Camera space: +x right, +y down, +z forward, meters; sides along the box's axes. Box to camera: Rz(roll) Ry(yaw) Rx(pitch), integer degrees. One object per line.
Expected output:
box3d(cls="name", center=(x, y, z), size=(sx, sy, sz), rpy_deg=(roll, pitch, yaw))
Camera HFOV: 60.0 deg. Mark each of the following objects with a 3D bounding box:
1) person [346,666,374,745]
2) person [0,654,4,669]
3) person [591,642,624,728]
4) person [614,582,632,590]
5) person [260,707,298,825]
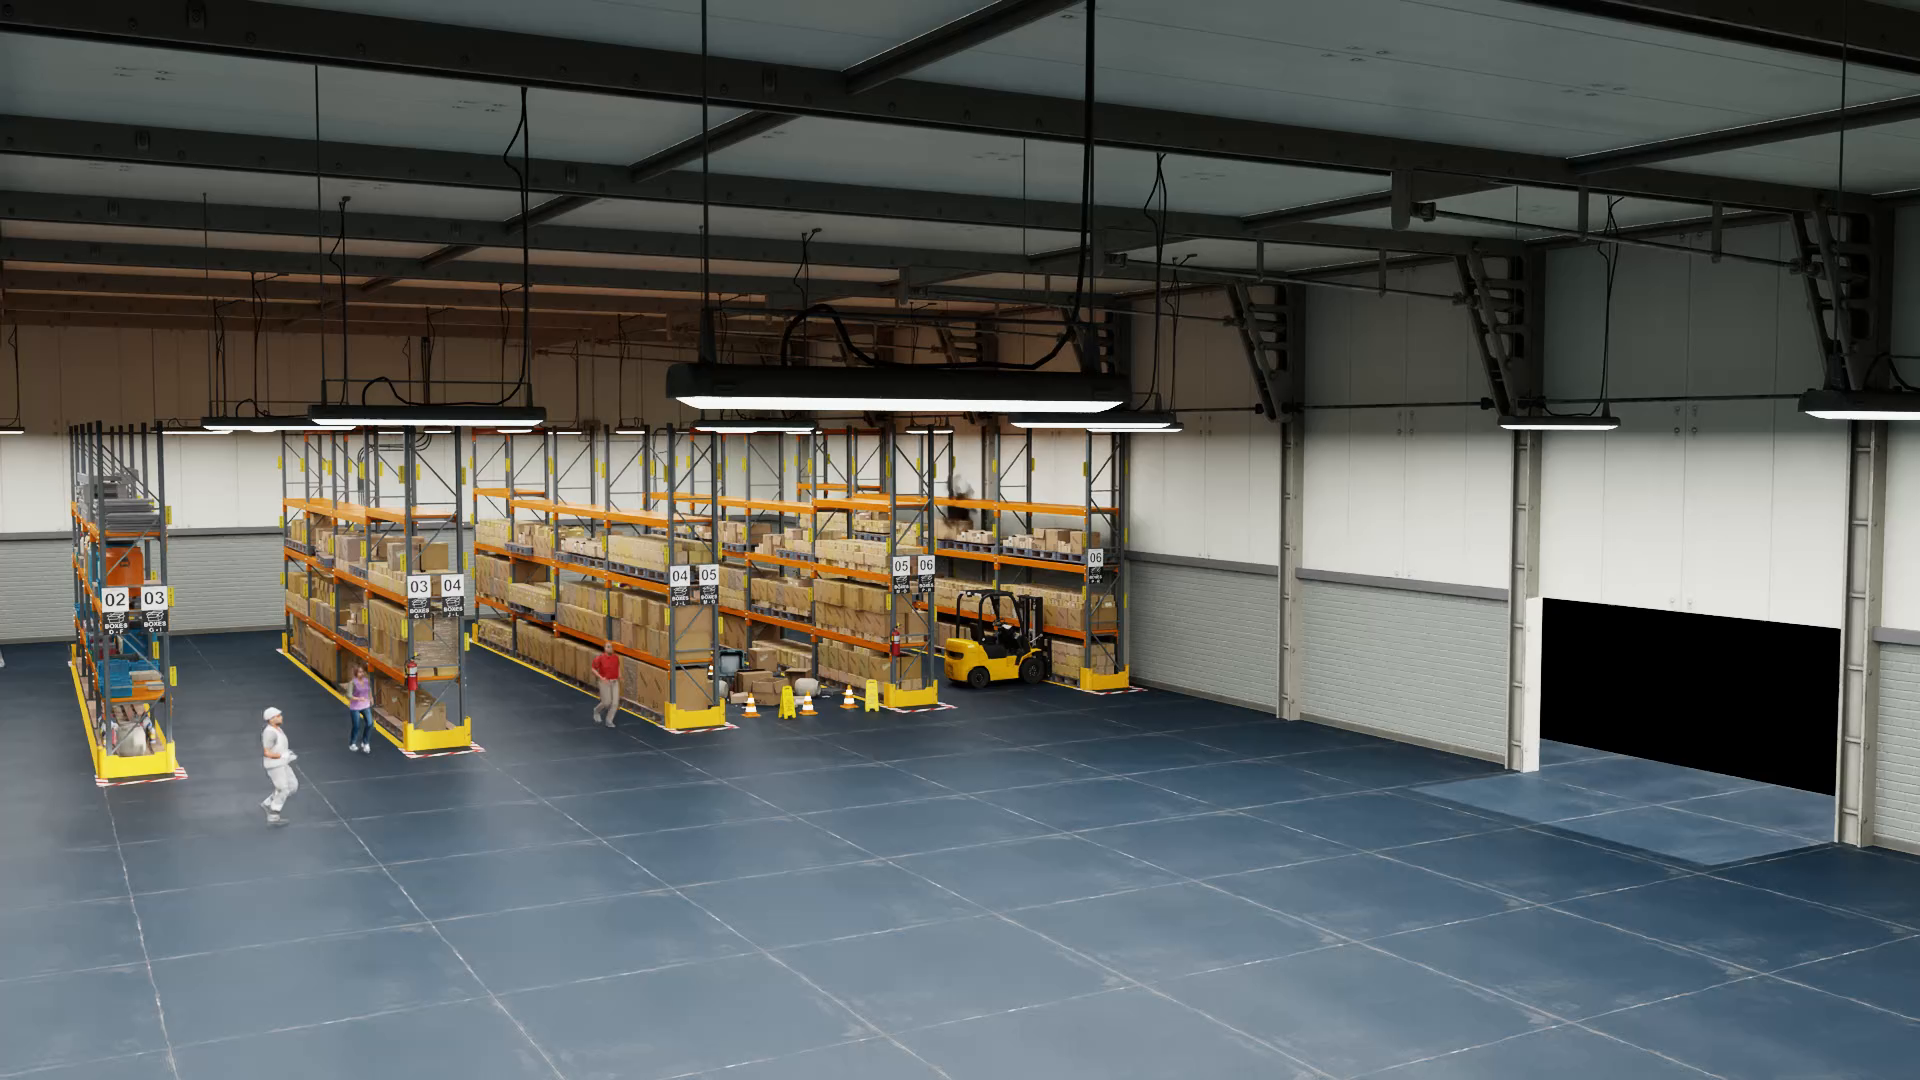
box3d(cls="person", center=(-10.828, 3.001, 30.071), size=(0.670, 1.473, 0.566), rpy_deg=(3, 5, 43))
box3d(cls="person", center=(-19.697, 2.778, 33.628), size=(0.667, 1.736, 0.779), rpy_deg=(-3, 4, -36))
box3d(cls="person", center=(-6.965, 2.850, 32.852), size=(0.649, 1.680, 0.595), rpy_deg=(-3, 5, -44))
box3d(cls="person", center=(-10.200, 1.739, 50.184), size=(0.894, 1.785, 0.705), rpy_deg=(-2, 4, -23))
box3d(cls="person", center=(-10.042, 3.330, 24.526), size=(0.601, 1.740, 0.649), rpy_deg=(-1, 4, -9))
